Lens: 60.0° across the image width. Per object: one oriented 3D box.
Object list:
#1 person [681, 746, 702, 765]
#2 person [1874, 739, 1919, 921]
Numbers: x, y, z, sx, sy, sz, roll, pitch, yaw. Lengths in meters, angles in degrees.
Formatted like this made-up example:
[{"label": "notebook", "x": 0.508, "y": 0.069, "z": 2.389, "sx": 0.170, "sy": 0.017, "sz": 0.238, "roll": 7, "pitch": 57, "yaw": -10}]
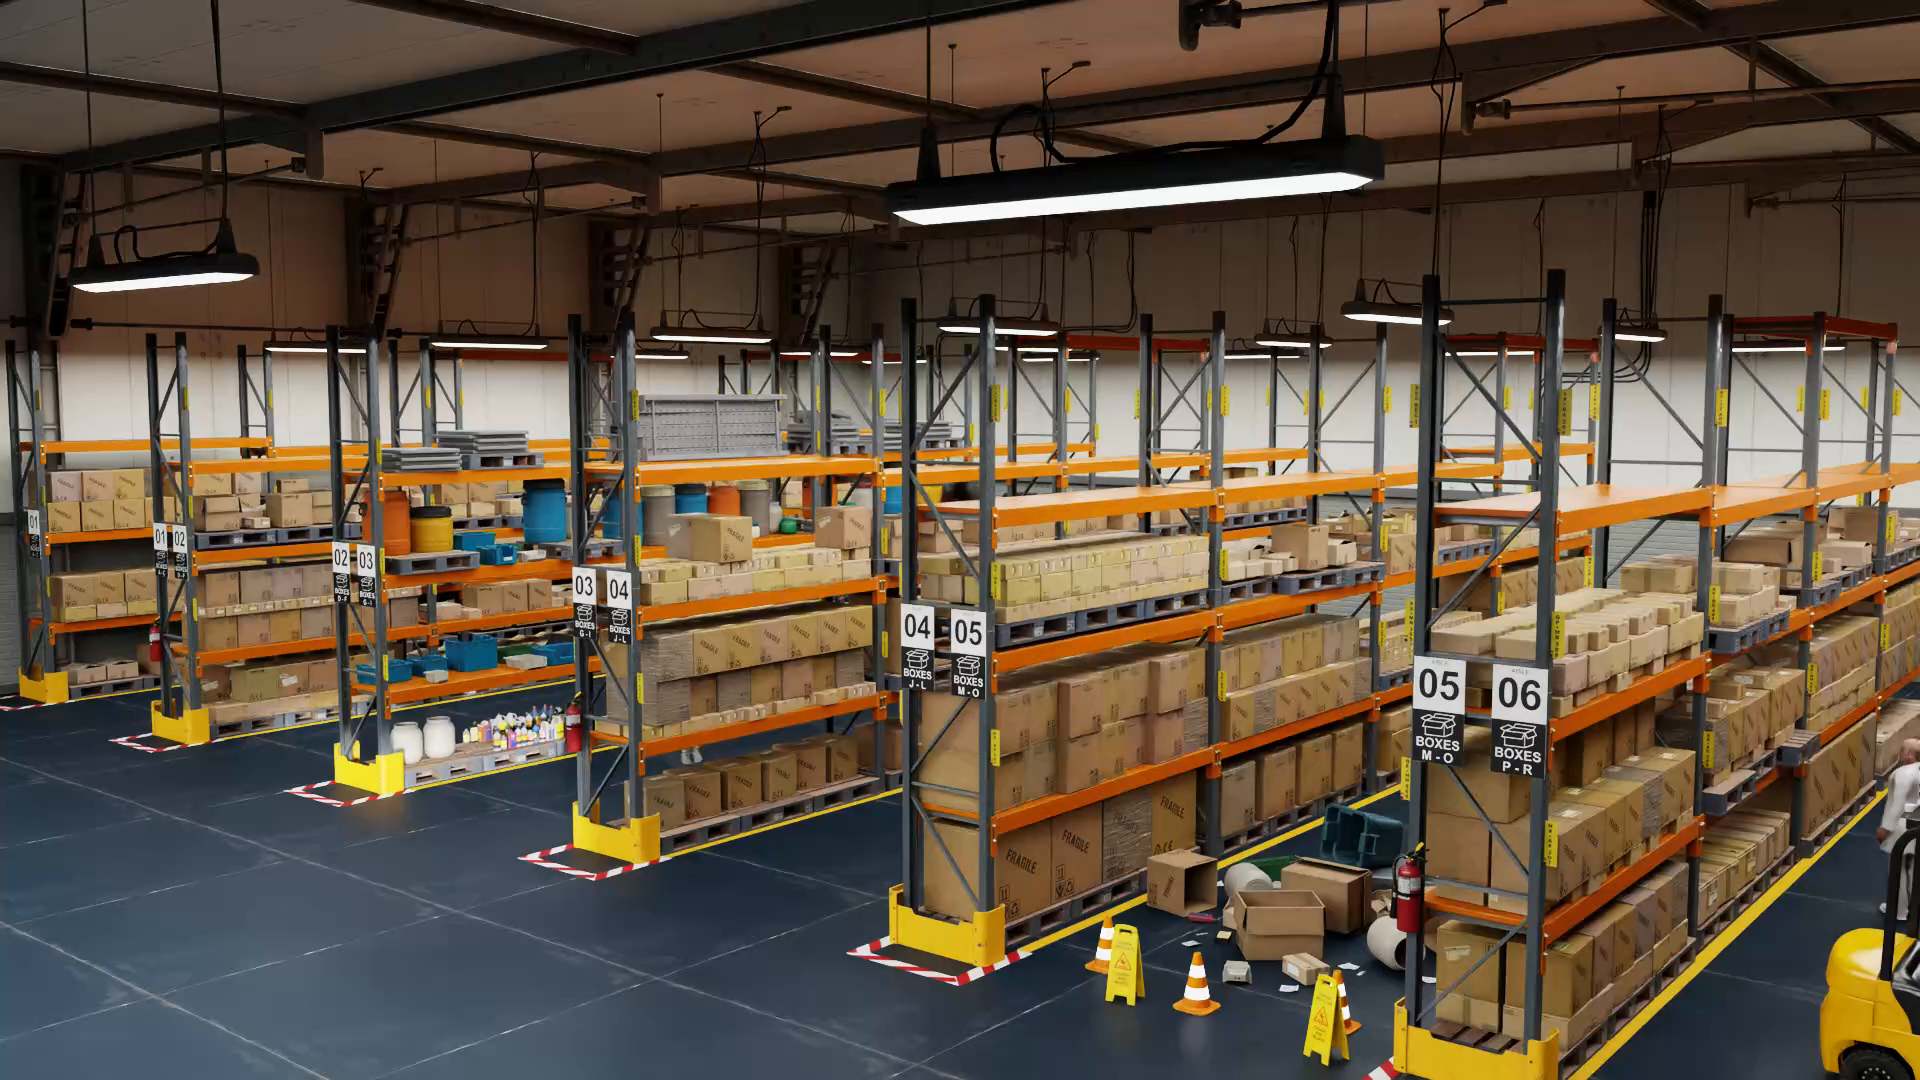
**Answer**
[{"label": "person", "x": -3.619, "y": 2.164, "z": 22.393, "sx": 0.518, "sy": 1.685, "sz": 0.357, "roll": -4, "pitch": 6, "yaw": -36}, {"label": "person", "x": 9.244, "y": 2.841, "z": 16.302, "sx": 0.602, "sy": 1.824, "sz": 0.450, "roll": -1, "pitch": 5, "yaw": -10}]
